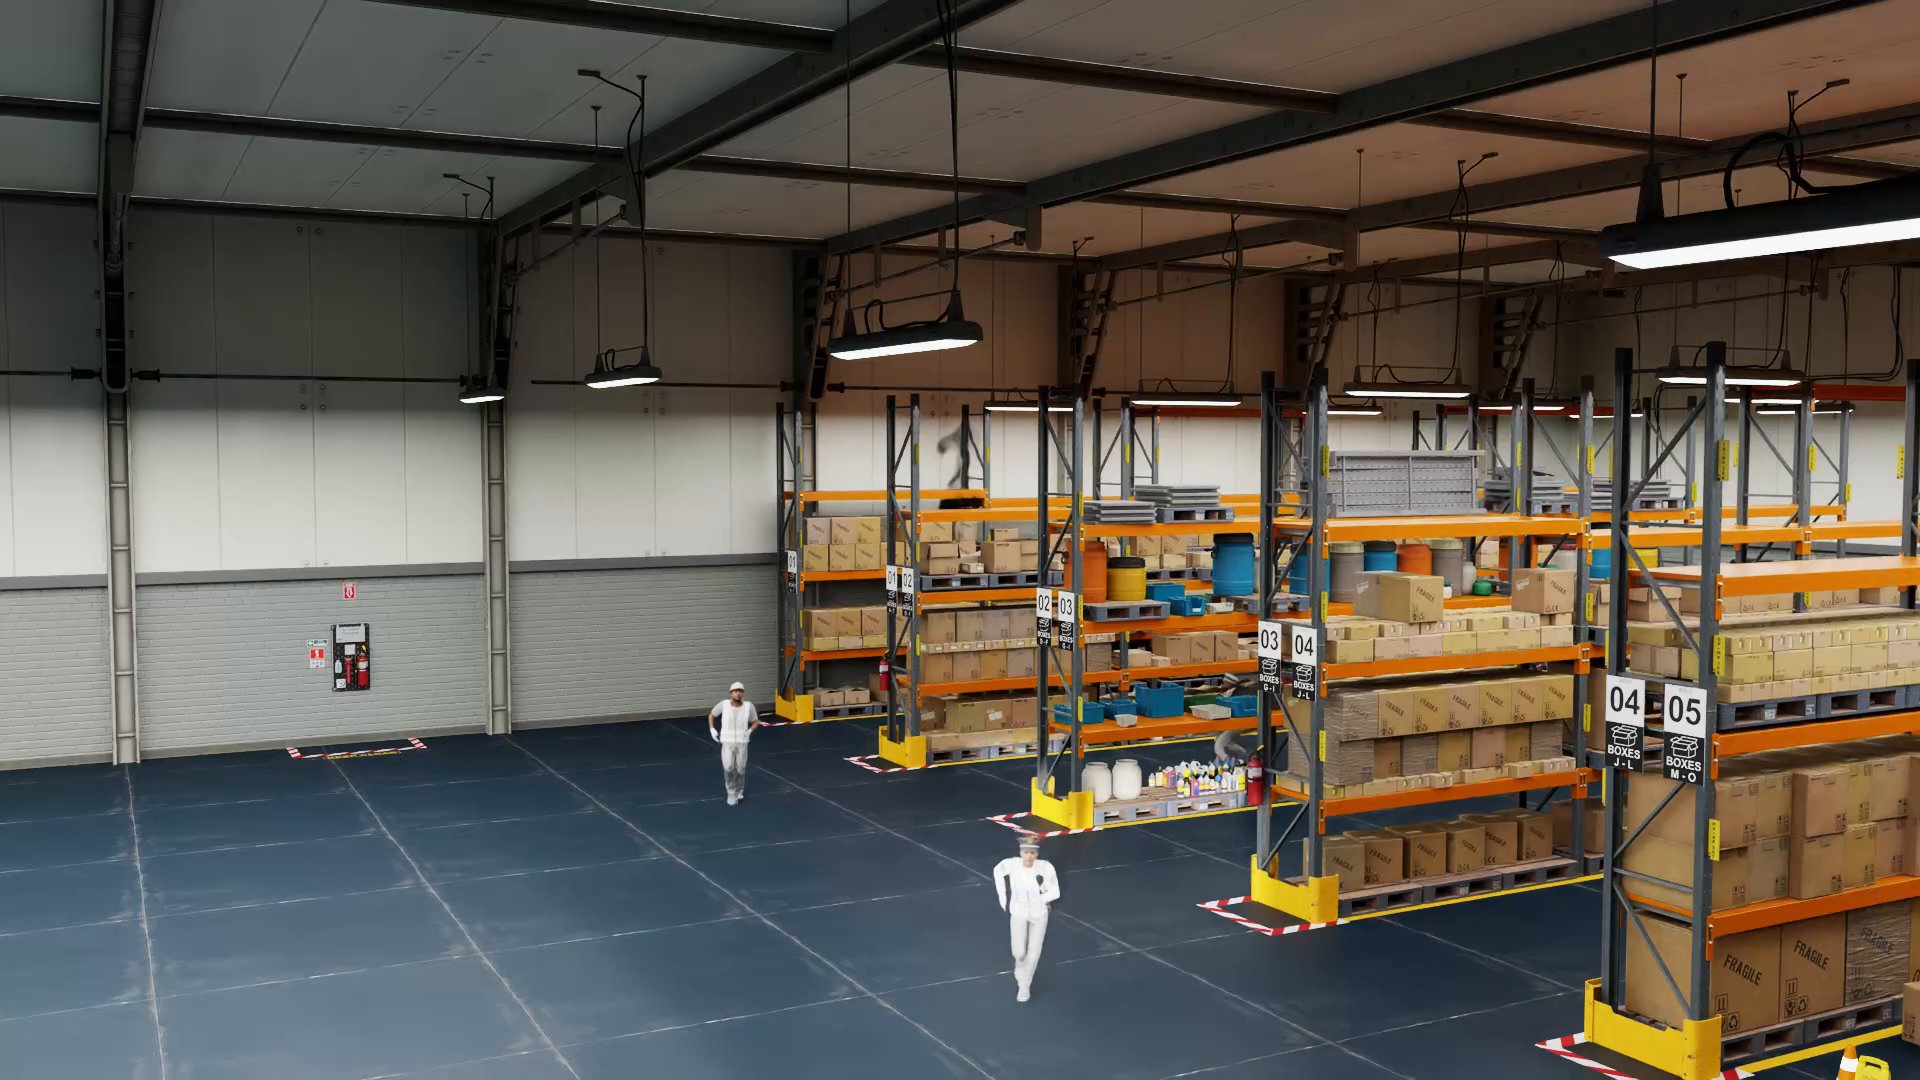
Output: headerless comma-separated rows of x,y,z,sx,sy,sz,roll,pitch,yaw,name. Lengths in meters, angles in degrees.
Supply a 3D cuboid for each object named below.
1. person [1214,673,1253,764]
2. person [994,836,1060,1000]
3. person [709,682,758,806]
4.268,2.899,25.880,0.671,1.696,0.809,0,3,8,person
0.616,3.493,15.361,0.602,1.612,0.680,0,3,0,person
-3.247,2.937,23.967,0.694,1.773,0.693,-1,3,-13,person
